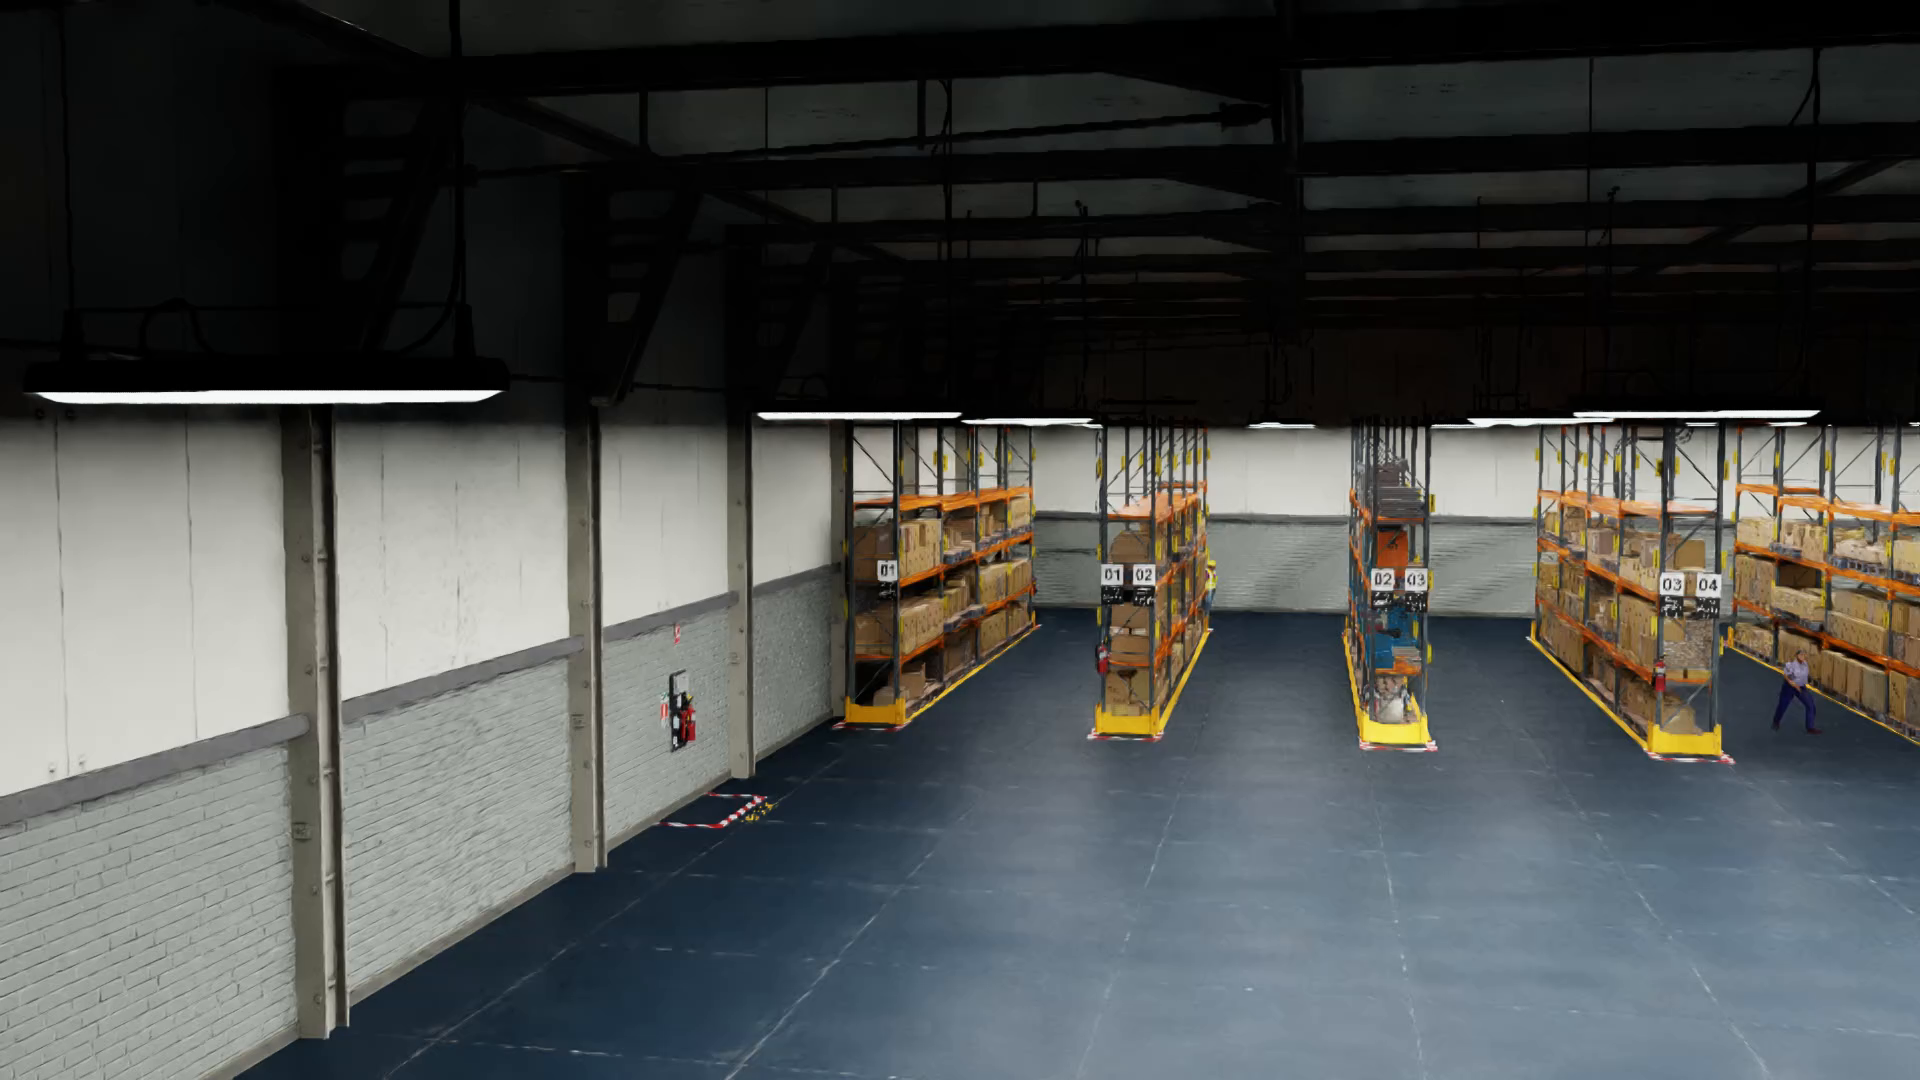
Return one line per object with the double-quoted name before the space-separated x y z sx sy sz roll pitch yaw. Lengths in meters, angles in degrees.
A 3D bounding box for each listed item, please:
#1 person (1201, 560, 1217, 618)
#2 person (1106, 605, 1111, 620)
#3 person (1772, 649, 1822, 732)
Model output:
"person" 7.490 1.479 50.359 0.463 1.761 0.720 3 5 41
"person" 4.480 1.582 48.668 0.726 1.778 0.541 -3 5 -42
"person" 15.849 2.825 31.525 0.655 1.578 0.824 0 4 -5
